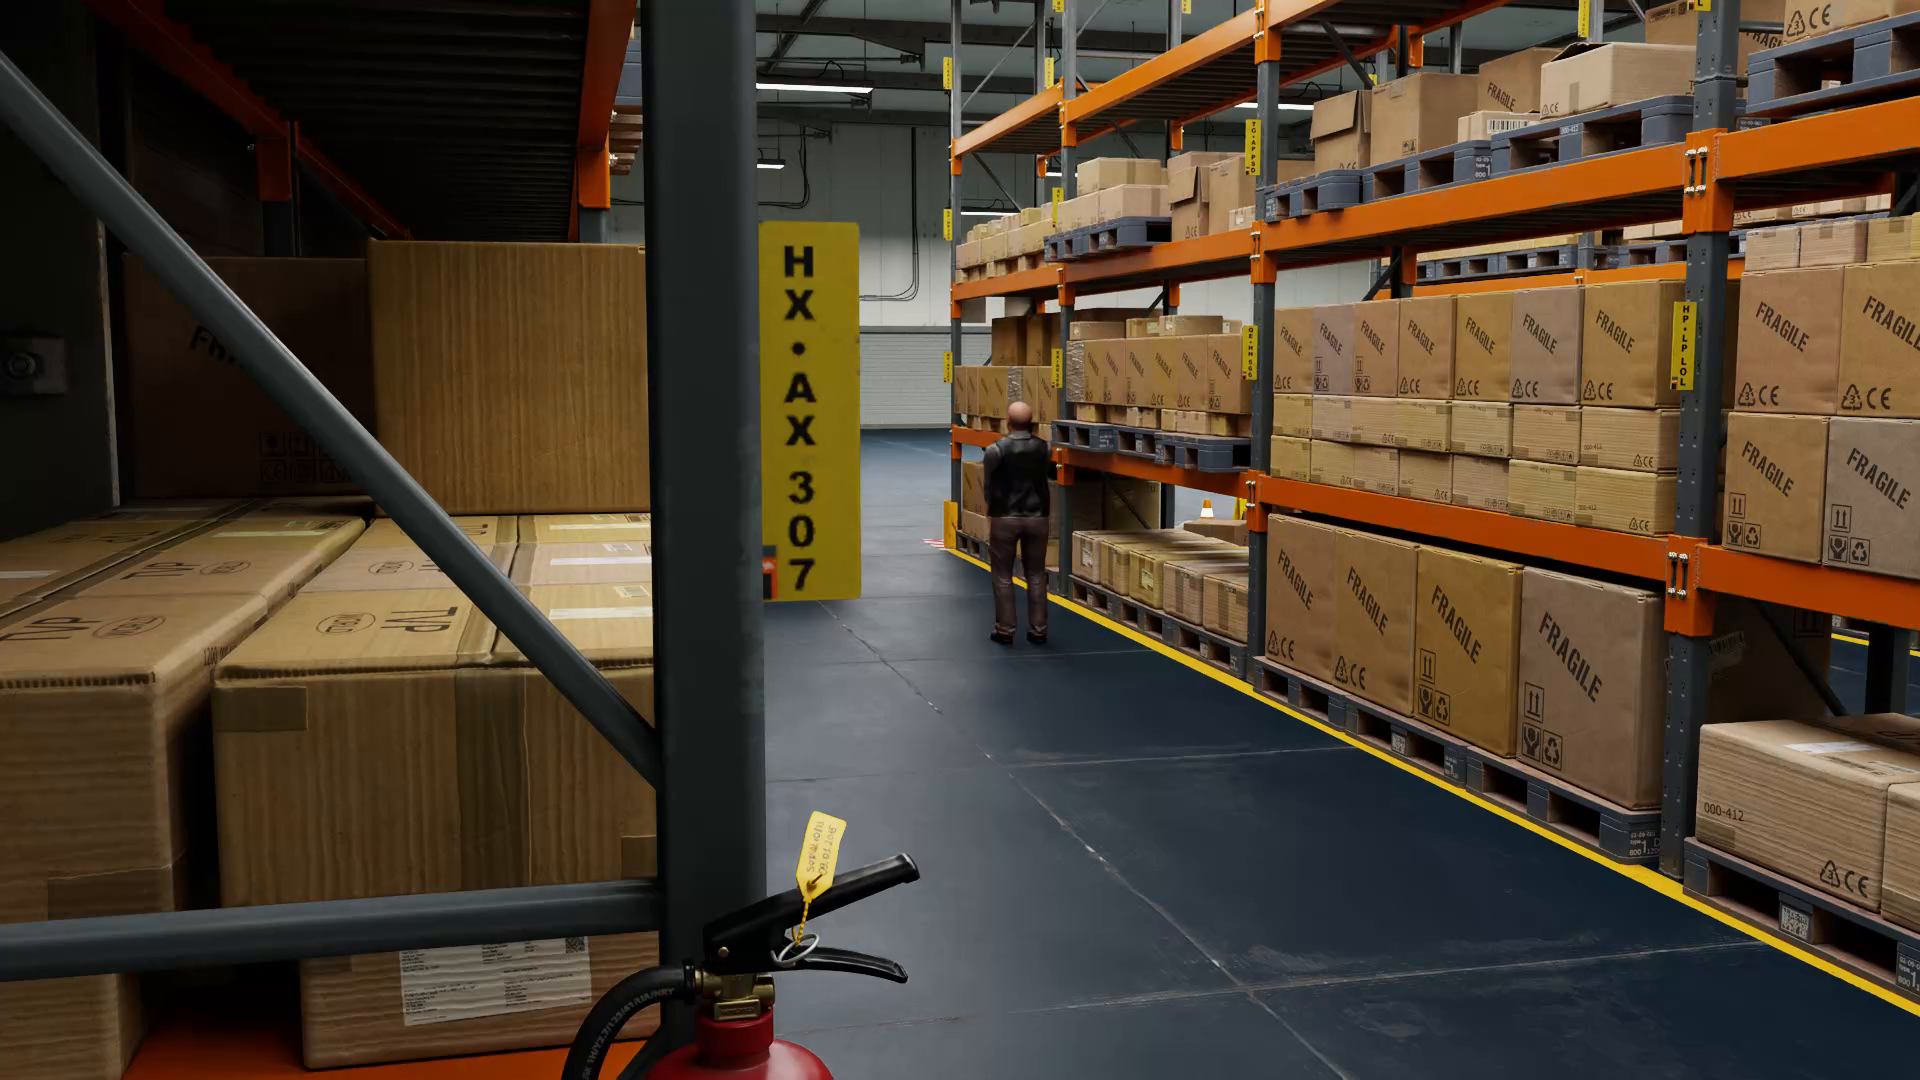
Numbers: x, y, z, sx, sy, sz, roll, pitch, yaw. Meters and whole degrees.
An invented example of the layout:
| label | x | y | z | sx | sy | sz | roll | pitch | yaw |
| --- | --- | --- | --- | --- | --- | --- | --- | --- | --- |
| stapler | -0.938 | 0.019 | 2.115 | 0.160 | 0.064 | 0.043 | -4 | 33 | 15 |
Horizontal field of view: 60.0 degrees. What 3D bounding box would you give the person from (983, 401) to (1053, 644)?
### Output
| label | x | y | z | sx | sy | sz | roll | pitch | yaw |
| --- | --- | --- | --- | --- | --- | --- | --- | --- | --- |
| person | 0.381 | -0.130 | 11.825 | 0.494 | 1.712 | 0.559 | -1 | 6 | -14 |
